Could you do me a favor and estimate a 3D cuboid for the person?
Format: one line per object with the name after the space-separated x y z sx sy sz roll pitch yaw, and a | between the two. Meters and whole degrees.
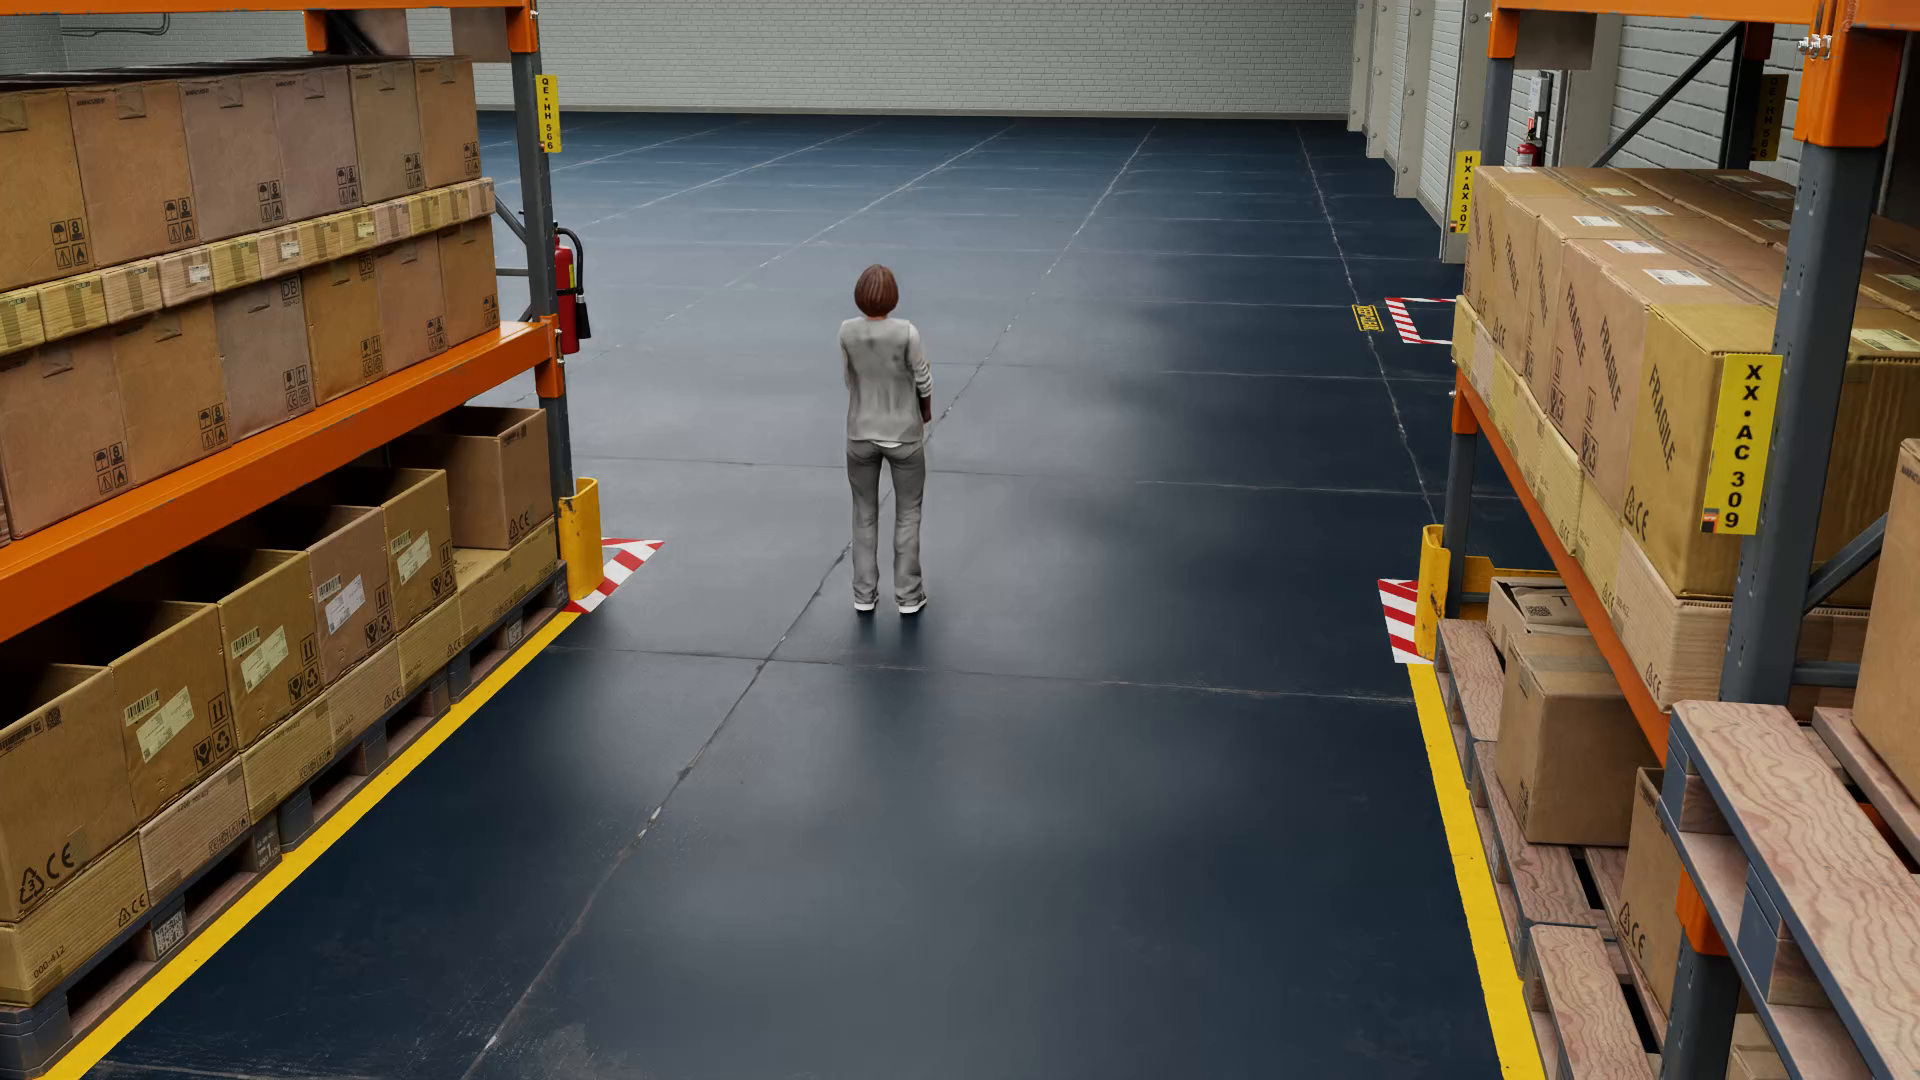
-0.320 -0.468 7.507 0.405 1.593 0.489 3 18 10 | person
